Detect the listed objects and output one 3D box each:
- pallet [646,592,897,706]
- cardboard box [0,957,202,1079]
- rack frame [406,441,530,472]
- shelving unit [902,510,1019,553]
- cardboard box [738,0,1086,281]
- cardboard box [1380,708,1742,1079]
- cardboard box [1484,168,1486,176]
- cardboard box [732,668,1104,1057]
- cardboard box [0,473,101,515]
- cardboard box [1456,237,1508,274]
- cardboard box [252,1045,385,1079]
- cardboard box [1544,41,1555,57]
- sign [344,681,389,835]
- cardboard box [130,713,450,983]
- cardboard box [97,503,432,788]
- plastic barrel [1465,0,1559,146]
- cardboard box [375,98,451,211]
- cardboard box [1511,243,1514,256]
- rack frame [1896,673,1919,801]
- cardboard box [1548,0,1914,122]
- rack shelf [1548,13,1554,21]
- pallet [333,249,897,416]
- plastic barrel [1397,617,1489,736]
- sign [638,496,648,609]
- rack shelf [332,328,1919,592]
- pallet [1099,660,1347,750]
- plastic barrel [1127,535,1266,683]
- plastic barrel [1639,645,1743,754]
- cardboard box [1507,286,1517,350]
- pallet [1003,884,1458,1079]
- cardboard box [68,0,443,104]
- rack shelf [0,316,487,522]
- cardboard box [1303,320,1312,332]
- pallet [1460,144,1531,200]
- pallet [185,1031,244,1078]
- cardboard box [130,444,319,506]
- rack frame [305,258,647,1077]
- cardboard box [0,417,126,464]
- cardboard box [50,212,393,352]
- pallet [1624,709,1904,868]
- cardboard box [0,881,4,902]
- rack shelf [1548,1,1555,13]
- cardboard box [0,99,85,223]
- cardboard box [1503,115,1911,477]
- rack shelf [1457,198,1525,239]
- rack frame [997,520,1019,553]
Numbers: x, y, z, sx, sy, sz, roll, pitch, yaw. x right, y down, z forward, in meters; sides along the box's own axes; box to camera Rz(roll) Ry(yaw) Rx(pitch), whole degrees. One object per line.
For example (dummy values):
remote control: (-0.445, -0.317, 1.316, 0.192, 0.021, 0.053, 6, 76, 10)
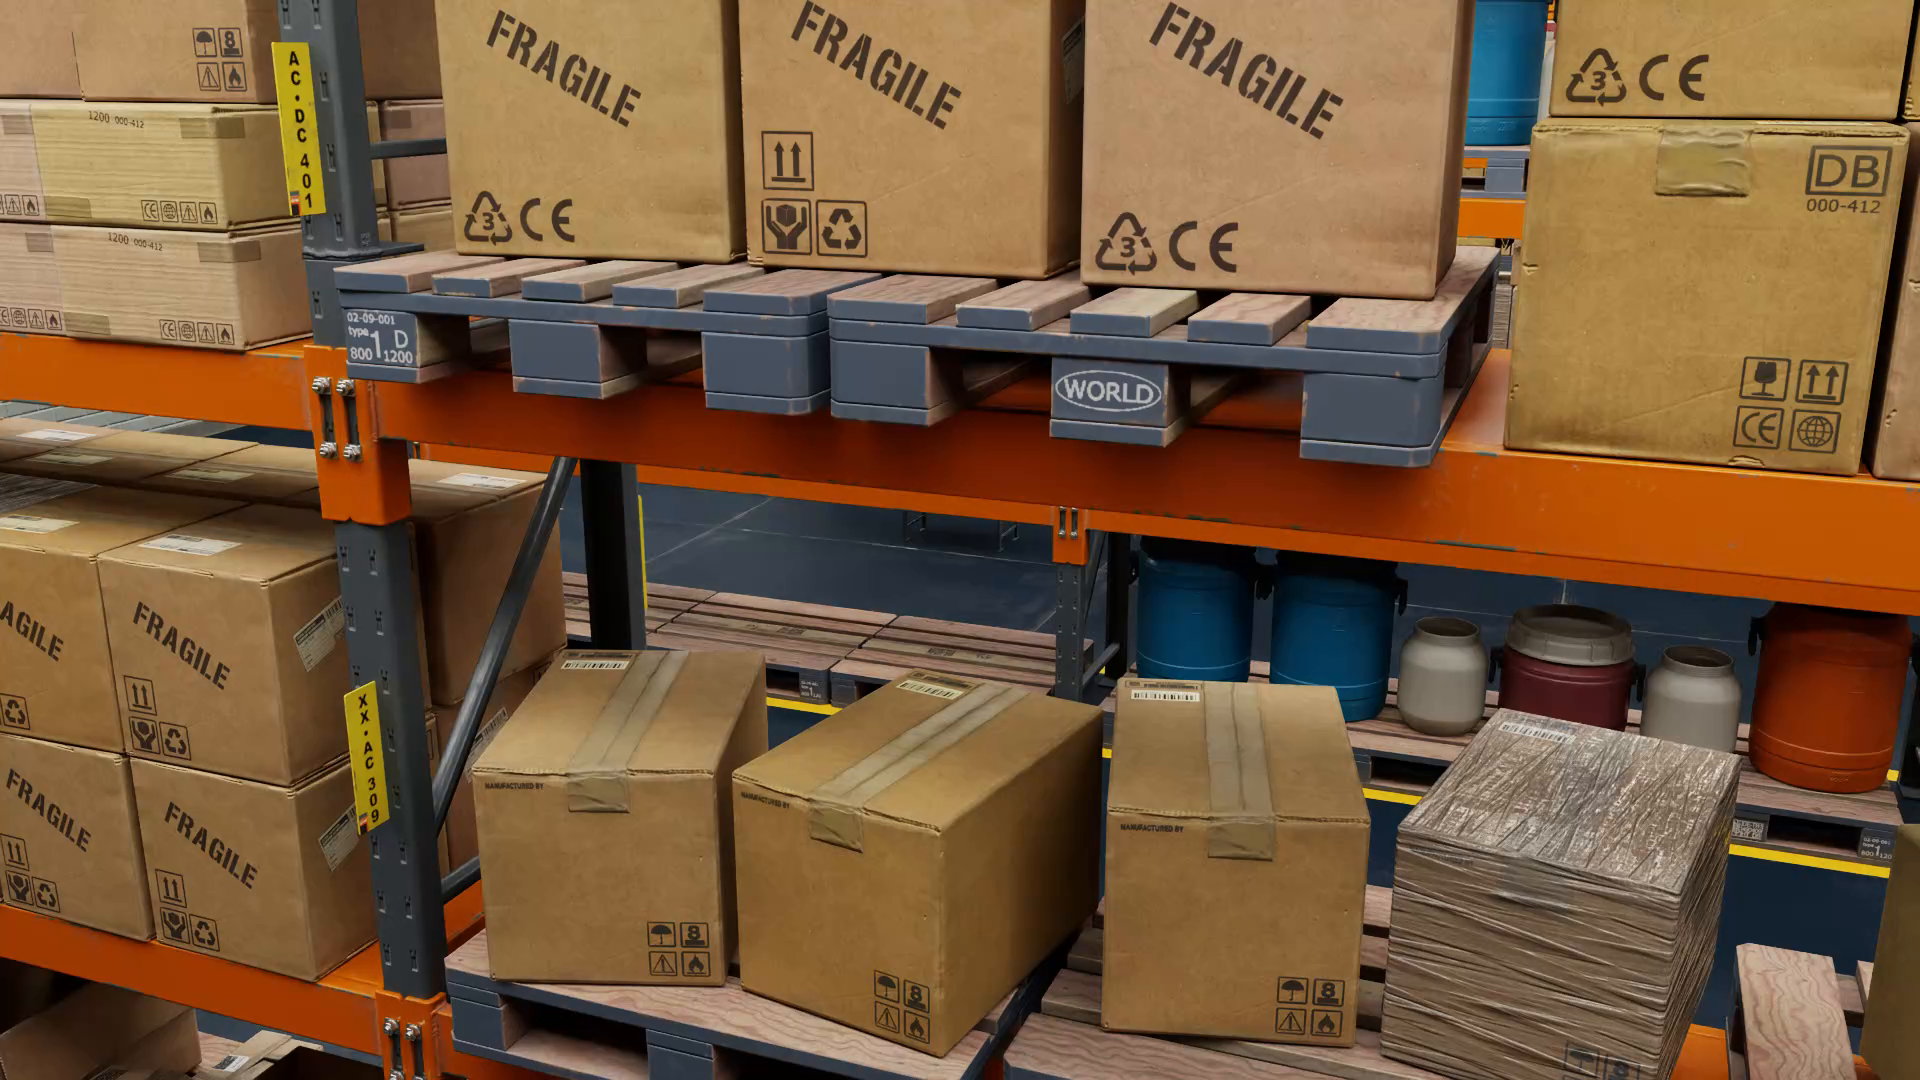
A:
pallet: (-1.109, 0.613, 9.684, 1.213, 0.211, 1.003, 6, 17, 21)
cardboard box: (-2.843, 1.544, 5.163, 0.637, 0.503, 0.797, 6, 17, 21)
rack frame: (-2.993, -0.946, 10.052, 0.127, 3.000, 1.000, 6, 17, 21)
shelving unit: (0.006, -0.720, 11.962, 0.755, 1.500, 0.431, 6, 17, 21)
cardboard box: (-0.022, -0.858, 3.256, 0.600, 0.600, 0.600, 6, 17, 20)
cardboard box: (1.220, 0.729, 3.351, 0.500, 0.500, 0.700, 10, 19, 31)
cardboard box: (6.968, -4.755, 21.201, 0.500, 0.500, 0.500, 6, 17, 20)
cardboard box: (-0.072, 0.658, 3.594, 0.500, 0.500, 0.700, 9, 19, 29)
cardboard box: (-2.605, 0.131, 4.368, 0.500, 0.500, 0.500, 6, 17, 21)
cardboard box: (3.776, -2.215, 12.444, 0.637, 0.503, 0.797, 6, 17, 21)
cardboard box: (-1.727, 1.752, 4.453, 0.500, 0.500, 0.500, 6, 17, 21)
cardboard box: (4.358, -3.307, 11.868, 0.637, 0.503, 0.797, 6, 17, 20)
sign: (-1.285, 0.473, 3.611, 0.005, 0.325, 0.100, 6, 17, 21)
cardboard box: (-1.652, 0.715, 4.152, 0.500, 0.500, 0.500, 7, 17, 22)
cardboard box: (-1.659, 0.235, 4.012, 0.500, 0.500, 0.500, 6, 17, 21)
plastic barrel: (2.372, -2.285, 7.631, 0.708, 0.901, 0.600, 6, 17, 21)
cardboard box: (-1.454, -0.975, 4.145, 0.500, 0.250, 0.500, 6, 17, 21)
cardboard box: (5.618, -2.914, 16.527, 0.250, 0.149, 0.380, 5, 17, 18)
rack frame: (4.449, -0.128, 7.233, 0.127, 3.000, 1.000, 6, 17, 21)
cardboard box: (1.275, -0.963, 2.757, 0.500, 0.500, 0.500, 6, 17, 21)
rack shelf: (9.860, -7.818, 24.971, 4.000, 0.370, 1.077, 6, 17, 21)
pallet: (-0.512, -0.518, 3.534, 1.003, 0.211, 1.213, 6, 17, 21)
plastic barrel: (2.379, 0.670, 8.196, 0.421, 0.512, 0.421, 0, 16, 0)
sign: (-0.893, 0.047, 4.554, 0.005, 0.325, 0.100, 6, 17, 21)
rack shelf: (0.767, -0.143, 3.196, 4.000, 0.370, 1.077, 6, 17, 21)
pallet: (1.430, 0.892, 8.722, 1.213, 0.211, 1.003, 6, 17, 21)
plastic barrel: (1.228, 0.329, 8.670, 0.708, 0.901, 0.600, 6, 17, 21)
plastic barrel: (3.429, 0.785, 7.798, 0.421, 0.512, 0.421, 0, 16, 0)
cardboard box: (4.297, -1.604, 12.138, 0.500, 0.500, 0.500, 7, 17, 22)
pallet: (0.817, 1.051, 3.517, 1.213, 0.211, 1.003, 6, 17, 21)
cardboard box: (-1.560, -1.261, 3.785, 0.500, 0.500, 0.700, 6, 17, 21)
rack shelf: (-2.954, -0.552, 4.606, 4.000, 0.370, 1.077, 6, 17, 21)
cardboard box: (2.881, -1.758, 12.668, 0.500, 0.500, 0.500, 6, 17, 21)
pallet: (2.549, -1.717, 7.665, 1.213, 0.211, 1.003, 6, 17, 21)
pallet: (-2.871, 1.892, 5.279, 1.213, 0.211, 1.003, 6, 17, 21)
cardboard box: (-1.908, 0.045, 4.664, 0.500, 0.500, 0.500, 6, 17, 19)
rack frame: (-1.093, 0.747, 4.219, 0.127, 3.000, 1.000, 6, 17, 21)
cardboard box: (-2.867, -0.060, 5.027, 0.500, 0.500, 0.500, 7, 18, 22)
cardboard box: (-1.643, -0.602, 3.755, 0.500, 0.250, 0.500, 6, 17, 21)
pallet: (3.700, 1.142, 7.863, 1.213, 0.211, 1.003, 6, 17, 21)
cardboard box: (-2.611, 0.610, 4.511, 0.500, 0.500, 0.500, 7, 17, 22)
rack shelf: (8.042, -6.531, 20.536, 4.000, 0.370, 1.077, 6, 17, 21)
cardboard box: (-2.109, -0.893, 3.860, 0.500, 0.250, 0.500, 6, 17, 21)
cardboard box: (1.251, -0.473, 2.864, 0.500, 0.500, 0.910, 6, 17, 21)
rack shelf: (2.588, -1.427, 7.620, 4.000, 0.370, 1.077, 6, 17, 21)
rack frame: (0.347, -0.682, 11.833, 0.023, 1.500, 0.400, 6, 17, 21)
